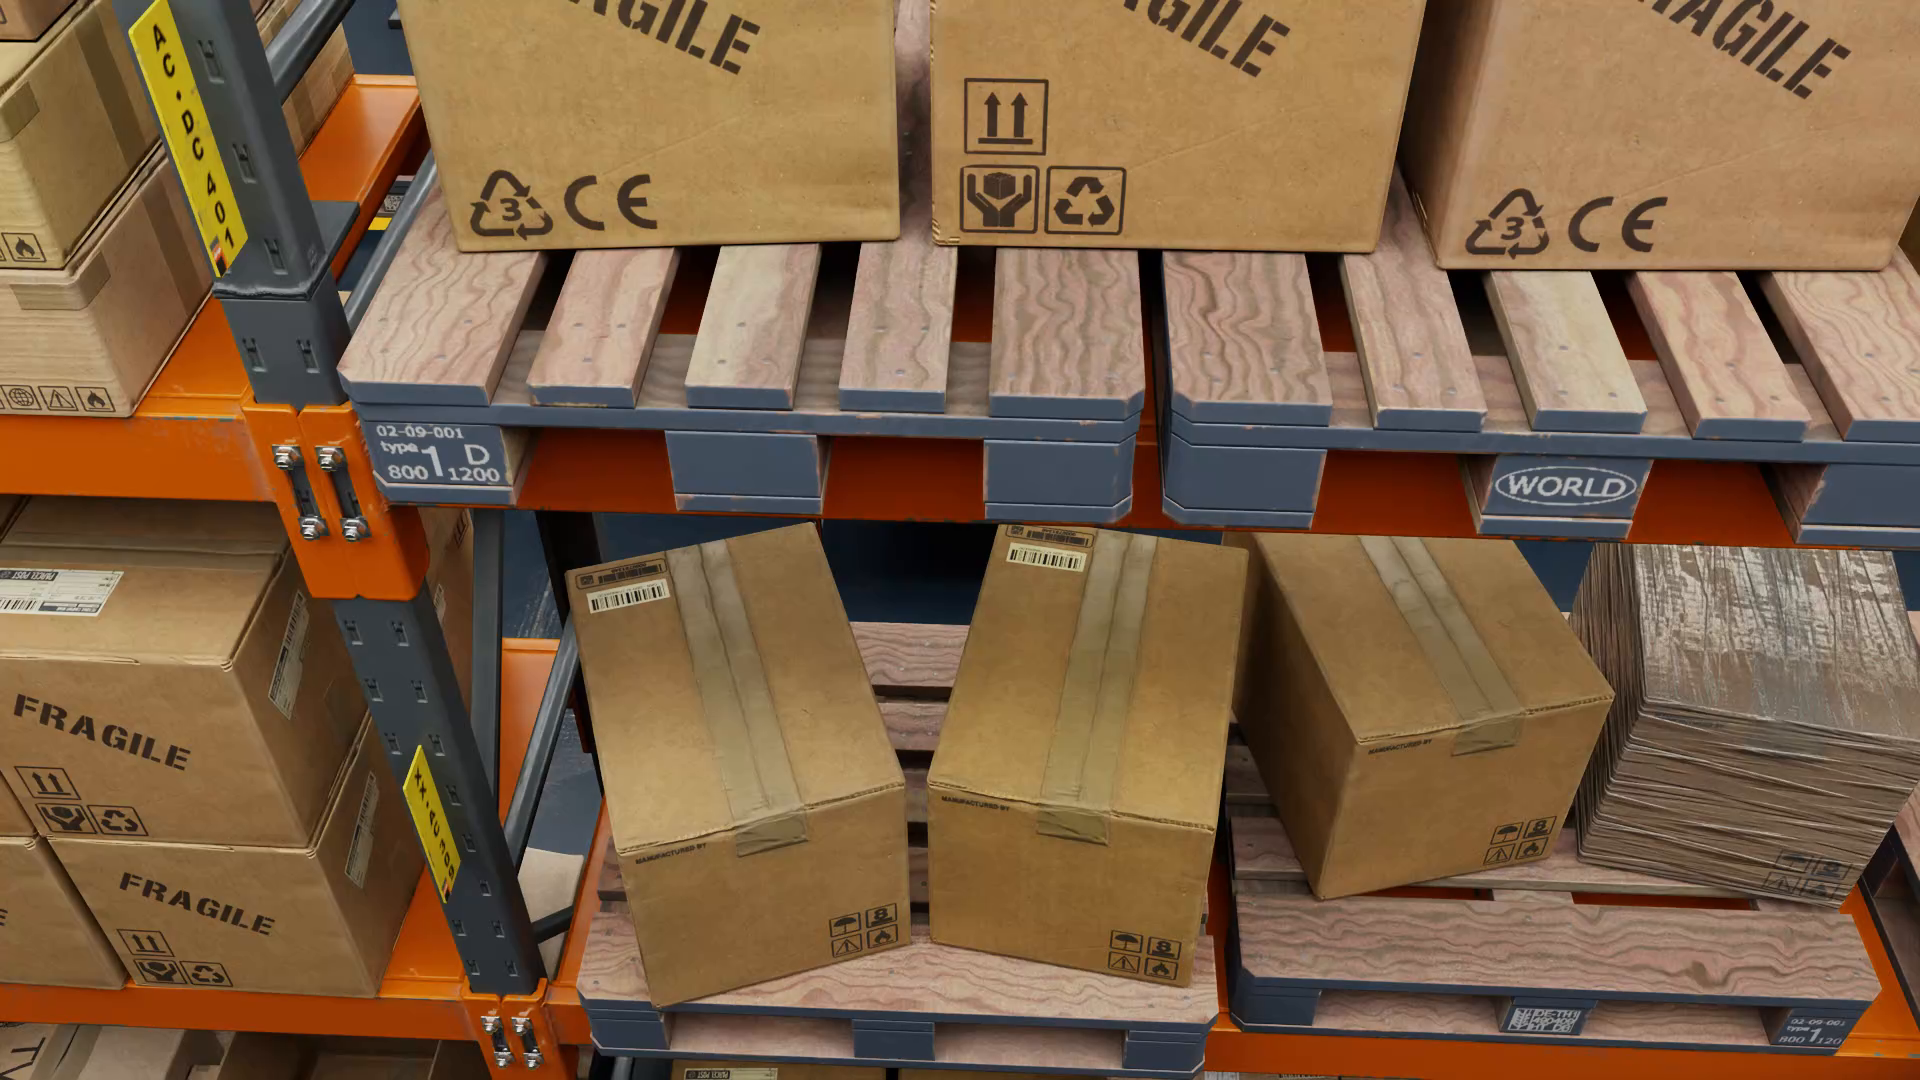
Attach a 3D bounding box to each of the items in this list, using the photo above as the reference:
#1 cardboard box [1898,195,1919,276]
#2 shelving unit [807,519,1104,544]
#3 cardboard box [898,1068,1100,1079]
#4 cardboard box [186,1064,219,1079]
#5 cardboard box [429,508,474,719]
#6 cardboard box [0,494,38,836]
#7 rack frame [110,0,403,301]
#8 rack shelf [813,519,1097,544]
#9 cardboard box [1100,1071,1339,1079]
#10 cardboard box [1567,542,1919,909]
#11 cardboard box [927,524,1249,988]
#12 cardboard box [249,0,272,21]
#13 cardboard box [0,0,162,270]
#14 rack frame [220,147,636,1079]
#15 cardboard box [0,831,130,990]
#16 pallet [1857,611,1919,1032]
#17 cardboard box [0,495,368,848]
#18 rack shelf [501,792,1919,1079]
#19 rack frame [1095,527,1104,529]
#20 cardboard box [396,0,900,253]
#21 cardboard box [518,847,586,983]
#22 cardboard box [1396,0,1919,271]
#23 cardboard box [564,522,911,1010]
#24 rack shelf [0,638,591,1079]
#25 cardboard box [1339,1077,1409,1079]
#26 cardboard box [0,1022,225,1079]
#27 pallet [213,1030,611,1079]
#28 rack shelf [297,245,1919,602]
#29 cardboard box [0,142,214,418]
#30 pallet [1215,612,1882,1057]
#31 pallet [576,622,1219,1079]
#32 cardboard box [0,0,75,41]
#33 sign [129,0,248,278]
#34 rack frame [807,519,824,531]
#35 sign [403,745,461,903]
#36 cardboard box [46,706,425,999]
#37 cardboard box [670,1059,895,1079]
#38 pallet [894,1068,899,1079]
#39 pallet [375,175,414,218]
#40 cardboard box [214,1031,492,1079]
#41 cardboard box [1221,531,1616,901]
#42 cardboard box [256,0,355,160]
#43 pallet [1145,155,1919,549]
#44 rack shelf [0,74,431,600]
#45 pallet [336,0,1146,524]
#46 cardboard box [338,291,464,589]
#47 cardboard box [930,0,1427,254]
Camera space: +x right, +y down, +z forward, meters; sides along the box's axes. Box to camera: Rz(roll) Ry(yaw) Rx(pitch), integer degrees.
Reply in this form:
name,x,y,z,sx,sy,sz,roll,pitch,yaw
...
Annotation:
name,x,y,z,sx,sy,sz,roll,pitch,yaw
cardboard box,1.634,-0.592,2.411,0.500,0.500,0.910,2,43,2
shelving unit,-0.007,-0.412,5.867,1.048,1.125,0.538,2,43,2
cardboard box,0.110,1.385,4.074,0.500,0.500,0.500,2,43,2
cardboard box,-1.855,1.529,4.177,0.250,0.149,0.380,2,43,2
cardboard box,-1.393,0.204,3.757,0.500,0.500,0.500,3,43,3
cardboard box,-1.925,0.186,3.043,0.500,0.500,0.500,1,43,1
rack frame,-0.896,-1.754,1.531,0.127,3.000,1.000,2,43,2
rack shelf,-0.007,-0.233,6.033,1.000,0.278,0.538,2,43,2
cardboard box,0.575,1.132,3.795,0.500,0.250,0.500,2,43,2
cardboard box,1.561,0.273,3.375,0.500,0.500,0.700,9,44,10
cardboard box,0.257,0.396,3.243,0.500,0.500,0.700,8,44,9
cardboard box,-1.370,-0.968,2.631,0.500,0.250,0.500,2,43,2
cardboard box,-1.394,-0.614,2.251,0.500,0.250,0.500,2,43,2
rack frame,-0.896,0.441,3.575,0.127,3.000,1.000,2,43,2
cardboard box,-1.922,0.549,3.386,0.500,0.500,0.500,3,43,3
pallet,2.420,0.661,3.480,1.003,0.211,1.213,2,43,2
cardboard box,-1.413,0.200,3.028,0.500,0.500,0.500,2,43,2
rack shelf,1.102,0.766,3.755,4.000,0.370,1.077,2,43,2
rack frame,0.501,-0.396,5.850,0.032,1.125,0.500,2,43,2
cardboard box,-0.396,-0.817,2.271,0.600,0.600,0.600,-2,43,-2
cardboard box,-1.305,1.104,4.514,0.500,0.311,0.500,2,43,2
cardboard box,0.937,-0.778,2.229,0.600,0.600,0.600,0,43,0
cardboard box,-0.433,0.418,3.219,0.500,0.500,0.700,-12,44,-12
rack shelf,-2.894,0.643,3.887,4.000,0.370,1.077,2,43,2
cardboard box,1.076,1.147,3.779,0.500,0.250,0.500,1,43,1
cardboard box,-2.227,1.417,4.178,0.500,0.311,0.500,2,43,2
pallet,-1.582,1.440,4.549,1.213,0.211,1.003,2,43,2
rack shelf,1.102,-0.331,2.732,4.000,0.370,1.077,2,43,2
cardboard box,-1.394,-0.435,2.426,0.500,0.250,0.500,2,43,2
pallet,1.157,0.578,3.570,1.213,0.211,1.003,2,43,2
pallet,-0.103,0.611,3.535,1.213,0.211,1.003,2,43,2
cardboard box,-1.383,-1.047,2.166,0.500,0.500,0.700,2,43,2
sign,-0.913,-0.476,1.980,0.005,0.325,0.100,2,43,2
rack frame,-0.515,-0.427,5.884,0.032,1.125,0.500,2,43,2
sign,-0.913,0.494,2.884,0.005,0.325,0.100,2,43,2
cardboard box,-1.407,0.564,3.370,0.500,0.500,0.500,2,43,3
cardboard box,-0.424,1.376,4.084,0.500,0.500,0.500,0,43,0
pallet,-0.082,1.461,4.527,1.213,0.211,1.003,2,43,2
pallet,-2.627,-1.943,8.181,1.213,0.211,1.003,2,43,2
cardboard box,-1.478,1.371,4.089,0.500,0.500,0.500,2,43,2
cardboard box,0.872,0.263,3.385,0.500,0.500,0.700,-8,44,-9
cardboard box,-1.371,-0.785,2.801,0.500,0.250,0.500,2,43,2
pallet,0.789,-0.490,2.512,1.003,0.211,1.213,2,43,2
rack shelf,-2.894,-0.454,2.864,4.000,0.370,1.077,2,43,2
pallet,-0.248,-0.519,2.544,1.003,0.211,1.213,2,43,2
cardboard box,-1.354,-0.167,3.422,0.500,0.500,0.500,3,43,3
cardboard box,0.273,-0.812,2.266,0.600,0.600,0.600,1,43,1
